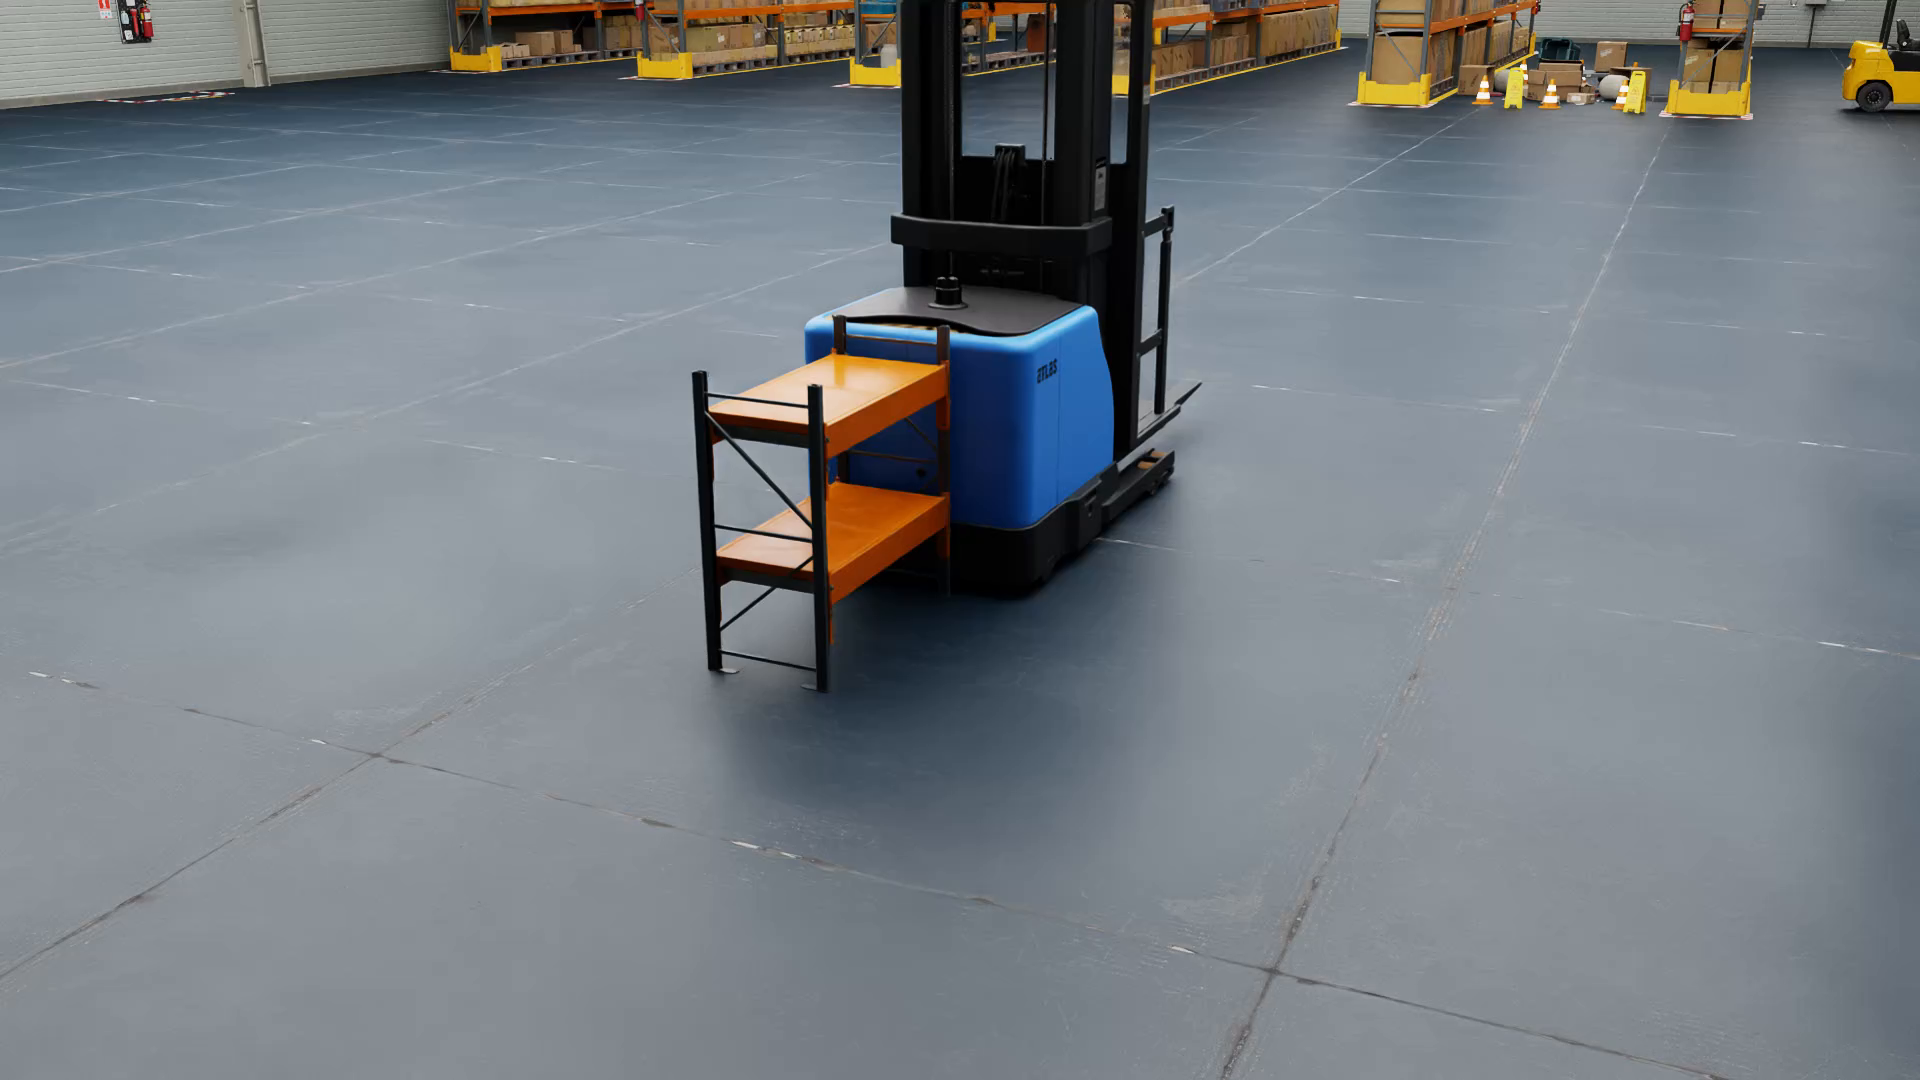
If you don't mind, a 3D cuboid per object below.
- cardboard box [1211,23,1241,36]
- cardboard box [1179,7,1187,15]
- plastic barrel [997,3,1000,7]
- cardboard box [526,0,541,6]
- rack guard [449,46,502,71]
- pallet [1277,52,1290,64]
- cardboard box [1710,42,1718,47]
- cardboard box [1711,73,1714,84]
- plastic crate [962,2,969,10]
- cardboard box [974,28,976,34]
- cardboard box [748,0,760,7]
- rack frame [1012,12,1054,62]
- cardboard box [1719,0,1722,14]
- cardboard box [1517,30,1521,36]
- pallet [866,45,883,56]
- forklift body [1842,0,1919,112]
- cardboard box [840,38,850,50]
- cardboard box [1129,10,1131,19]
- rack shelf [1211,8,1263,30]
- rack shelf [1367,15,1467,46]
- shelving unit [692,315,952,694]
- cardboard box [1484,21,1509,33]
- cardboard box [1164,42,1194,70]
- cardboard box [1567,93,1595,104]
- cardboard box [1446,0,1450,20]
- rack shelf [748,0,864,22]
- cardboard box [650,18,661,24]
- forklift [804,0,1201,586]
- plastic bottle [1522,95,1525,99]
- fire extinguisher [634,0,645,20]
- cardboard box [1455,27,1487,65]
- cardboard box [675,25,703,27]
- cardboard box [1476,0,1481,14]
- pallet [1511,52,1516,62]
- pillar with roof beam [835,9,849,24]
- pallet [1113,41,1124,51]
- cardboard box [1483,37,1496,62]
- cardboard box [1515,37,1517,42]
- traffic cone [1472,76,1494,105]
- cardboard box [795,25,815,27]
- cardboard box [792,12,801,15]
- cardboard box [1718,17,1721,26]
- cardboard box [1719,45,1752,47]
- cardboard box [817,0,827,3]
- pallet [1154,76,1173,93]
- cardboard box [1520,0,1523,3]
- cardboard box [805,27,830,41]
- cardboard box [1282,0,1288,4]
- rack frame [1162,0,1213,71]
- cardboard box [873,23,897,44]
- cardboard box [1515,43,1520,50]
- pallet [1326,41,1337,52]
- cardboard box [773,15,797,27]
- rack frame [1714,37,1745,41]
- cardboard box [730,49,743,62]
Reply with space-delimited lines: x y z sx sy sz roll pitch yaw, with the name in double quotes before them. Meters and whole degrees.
"cardboard box" 5.777 -11.086 36.119 0.500 0.250 0.500 11 22 29
"cardboard box" 4.147 -10.172 31.969 0.380 0.149 0.250 9 21 23
"plastic barrel" 0.667 -11.859 36.135 0.433 0.535 0.433 0 20 0
"cardboard box" -9.698 -12.029 37.010 0.500 0.250 0.500 8 21 22
"rack guard" -10.570 -10.514 36.288 1.175 0.500 0.348 9 21 23
"pallet" 7.125 -11.364 39.108 1.003 0.211 1.213 9 21 23
"cardboard box" 12.939 -8.440 29.082 0.500 0.500 0.500 9 22 25
"cardboard box" 12.939 -8.087 29.210 0.500 0.250 0.500 10 22 26
"plastic crate" -0.130 -11.087 34.389 0.499 0.251 0.616 9 21 23
"cardboard box" 0.226 -14.442 47.174 0.380 0.166 0.250 9 21 23
"cardboard box" -4.828 -11.962 36.478 0.700 0.500 0.500 8 21 22
"rack frame" 1.713 -12.755 38.858 1.000 3.000 0.127 9 21 23
"cardboard box" 12.177 -8.814 27.182 0.500 0.500 0.500 9 21 23
"cardboard box" 13.347 -12.273 40.242 0.380 0.149 0.250 9 21 23
"pallet" -2.464 -12.345 41.867 1.003 0.211 1.213 9 21 23
"forklift body" 15.639 -8.020 26.811 2.313 2.155 1.214 9 21 23
"cardboard box" -3.005 -11.986 40.172 0.500 0.250 0.500 8 21 22
"cardboard box" 3.290 -9.566 30.266 0.380 0.149 0.250 9 21 23
"rack shelf" 5.413 -11.125 35.349 1.077 0.370 4.000 9 21 23
"rack shelf" 8.259 -9.191 29.910 1.077 0.370 4.000 9 21 23
"shelving unit" -0.483 -0.176 6.285 0.538 1.125 1.048 9 21 23
"cardboard box" 12.057 -11.543 37.433 0.500 0.250 0.500 10 22 25
"cardboard box" 4.394 -9.756 33.529 0.500 0.500 0.500 8 21 21
"cardboard box" 10.691 -7.605 28.630 0.250 0.149 0.380 -14 24 -33
"cardboard box" 8.279 -9.602 29.767 0.875 0.550 0.500 9 21 23
"rack shelf" -3.623 -12.486 39.174 1.077 0.370 4.000 9 21 23
"cardboard box" -7.863 -13.105 41.795 0.500 0.250 0.500 9 21 24
"forklift" 0.416 -1.651 7.736 1.130 2.935 3.031 9 21 23
"plastic bottle" 9.889 -7.839 29.421 0.133 0.061 0.283 1 20 4
"fire extinguisher" -6.552 -10.982 33.986 0.296 0.674 0.183 9 21 23
"cardboard box" 10.384 -10.328 34.764 1.050 0.750 0.750 8 21 22
"cardboard box" -5.736 -10.759 35.602 0.500 0.500 0.500 9 21 23
"cardboard box" 9.952 -10.619 32.703 0.500 0.500 0.500 8 21 22
"pallet" 12.596 -11.483 39.443 1.003 0.211 1.213 9 21 23
"pillar with roof beam" 0.195 -19.740 49.545 9.100 9.000 0.400 9 21 23
"pallet" 3.617 -12.894 43.411 1.003 0.211 1.213 9 21 23
"cardboard box" 11.238 -10.565 35.805 0.500 0.500 0.500 8 21 20
"cardboard box" 13.130 -11.981 39.864 0.380 0.149 0.250 10 22 25
"traffic cone" 8.953 -7.691 28.404 0.336 0.463 0.334 9 21 23
"cardboard box" -3.705 -12.165 39.840 0.500 0.311 0.500 8 21 21
"cardboard box" -4.767 -15.117 47.635 0.380 0.149 0.250 8 21 21
"cardboard box" 12.393 -8.606 27.565 0.380 0.149 0.250 9 21 23
"cardboard box" 13.012 -8.055 27.998 0.500 0.500 0.500 9 21 24
"cardboard box" -3.476 -12.968 39.307 0.500 0.500 0.500 7 21 20
"pallet" 3.352 -8.583 31.288 1.003 0.211 1.213 9 21 23
"cardboard box" 13.147 -12.838 39.467 0.380 0.149 0.250 9 21 24
"cardboard box" -3.417 -11.942 39.212 0.500 0.311 0.500 9 22 24
"cardboard box" 7.302 -12.702 38.558 0.500 0.500 0.500 9 21 23
"rack frame" 4.594 -10.853 33.509 1.000 3.000 0.127 9 21 23
"cardboard box" -1.938 -12.879 42.280 0.500 0.500 0.500 8 21 22
"cardboard box" 13.290 -11.911 40.112 0.380 0.149 0.250 8 21 21
"pallet" 9.252 -12.952 43.574 1.003 0.211 1.213 9 21 23
"cardboard box" -5.078 -14.725 47.501 0.700 0.500 0.500 8 21 22
"rack frame" 15.273 -10.716 33.124 1.000 3.000 0.127 9 21 23
"cardboard box" -5.042 -10.485 35.950 0.500 0.250 0.500 9 21 23
